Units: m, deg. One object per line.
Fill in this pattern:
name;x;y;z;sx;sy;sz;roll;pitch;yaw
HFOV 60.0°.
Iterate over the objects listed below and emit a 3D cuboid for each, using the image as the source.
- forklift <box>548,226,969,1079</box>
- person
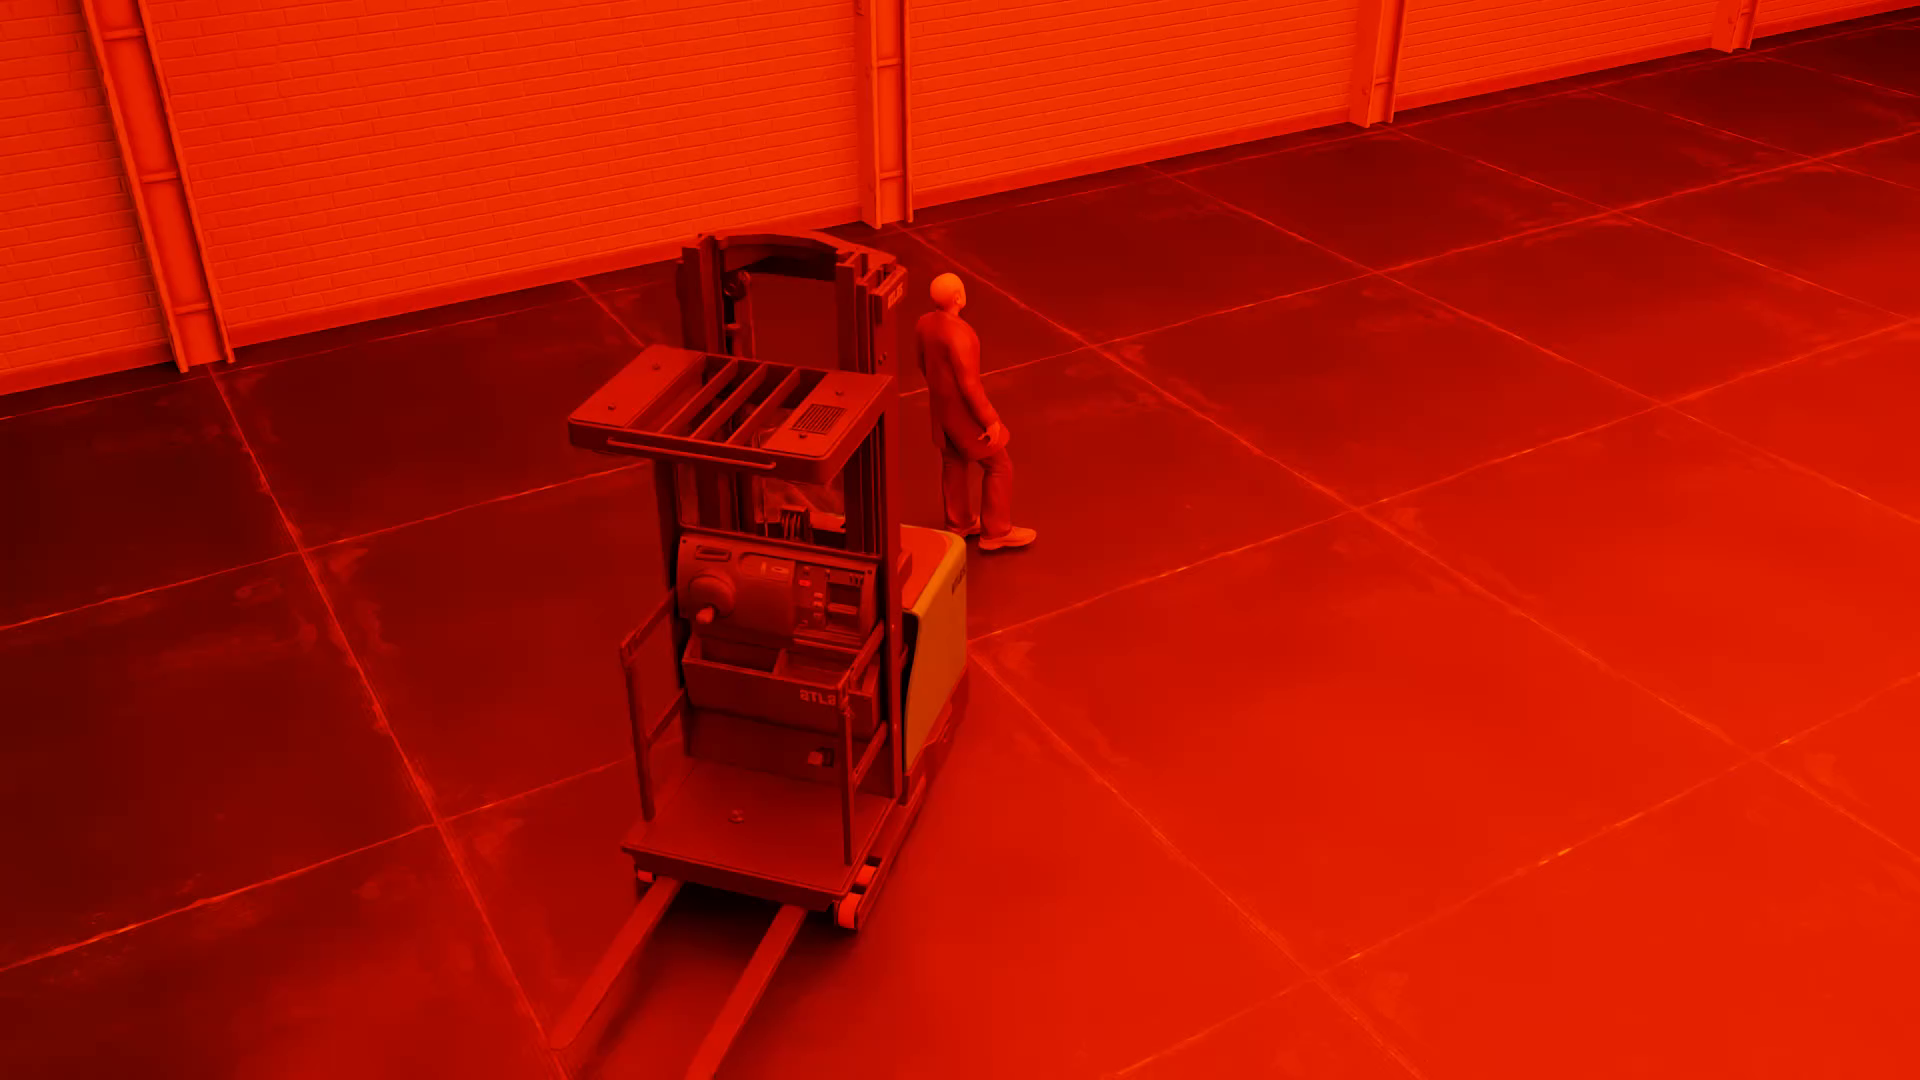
forklift;-0.880;0.278;7.182;1.130;2.935;3.031;9;32;15
person;0.081;-0.791;10.076;0.583;1.775;0.696;-17;35;-26
